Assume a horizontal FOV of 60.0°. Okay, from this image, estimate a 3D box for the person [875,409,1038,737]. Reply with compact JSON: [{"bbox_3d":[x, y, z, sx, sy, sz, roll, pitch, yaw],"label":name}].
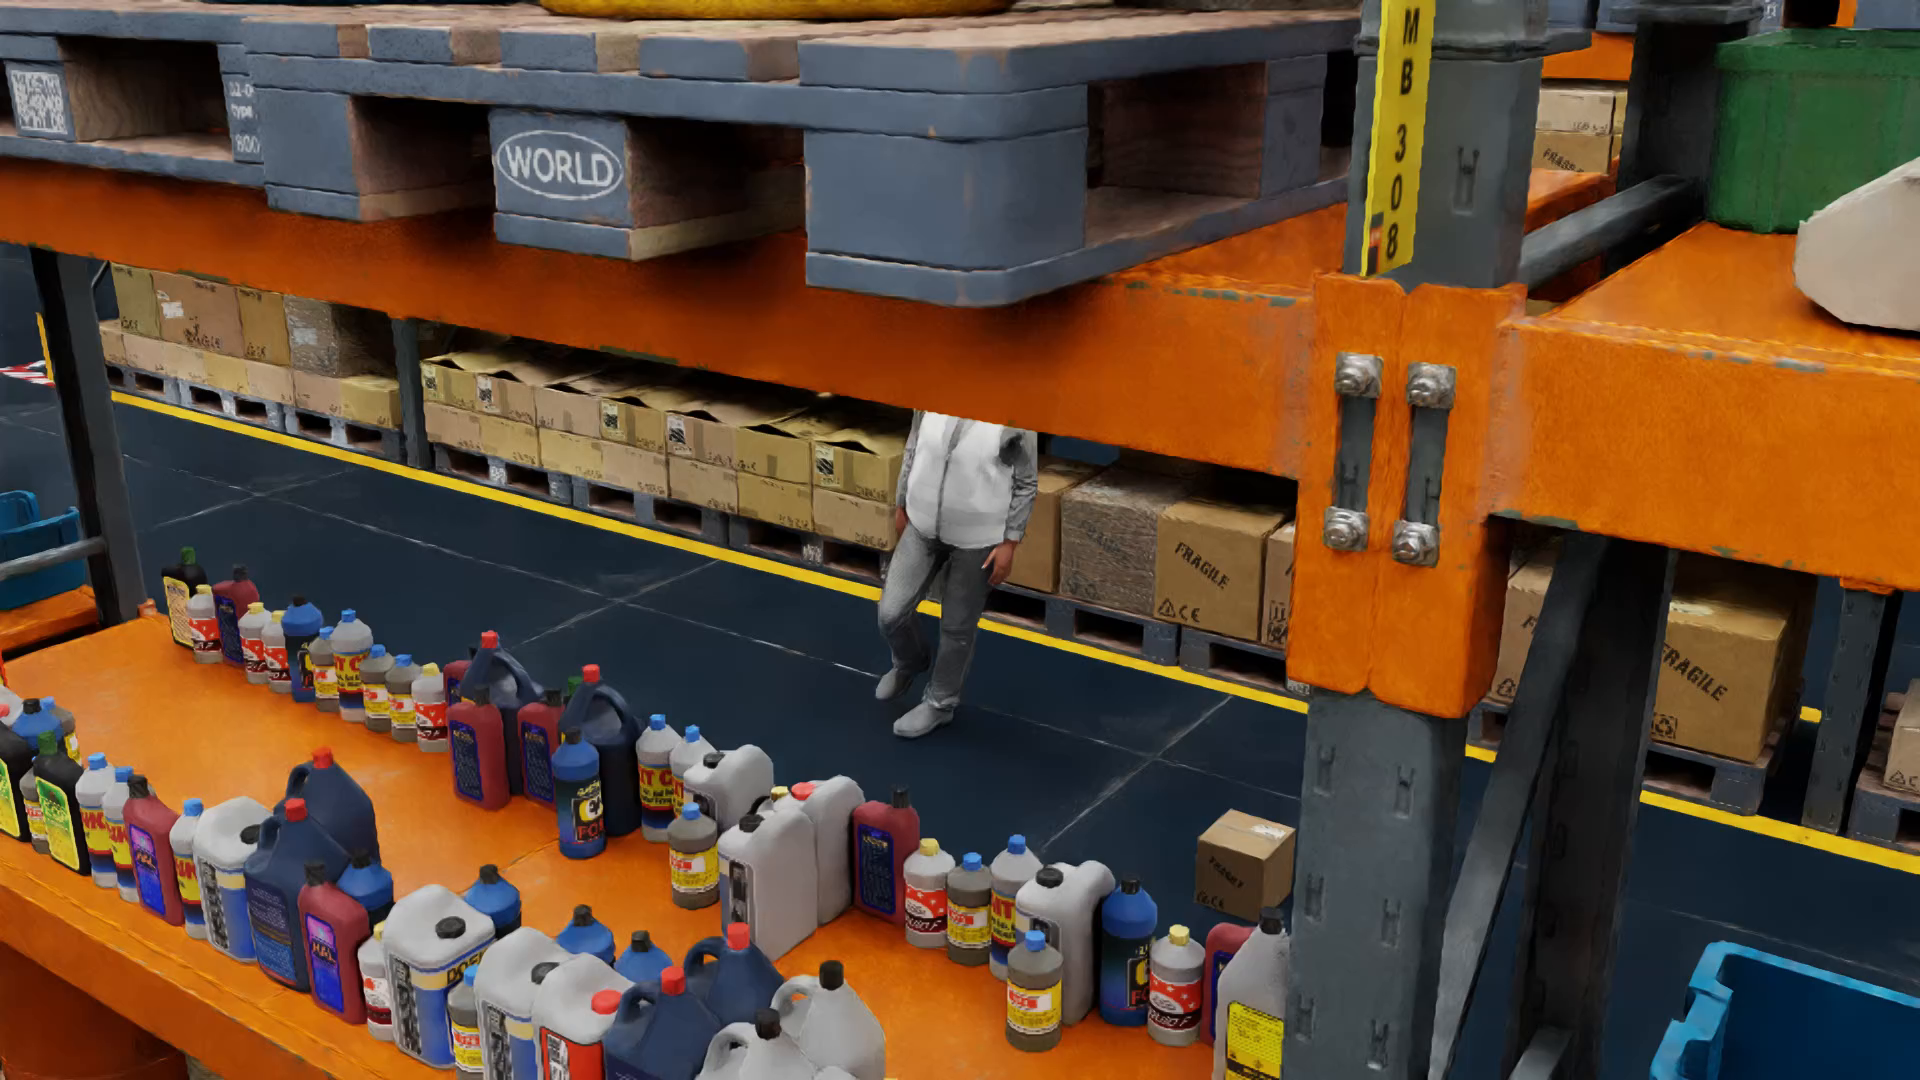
[{"bbox_3d":[-0.071,-0.027,6.589,0.729,1.765,0.444,10,22,27],"label":"person"}]
